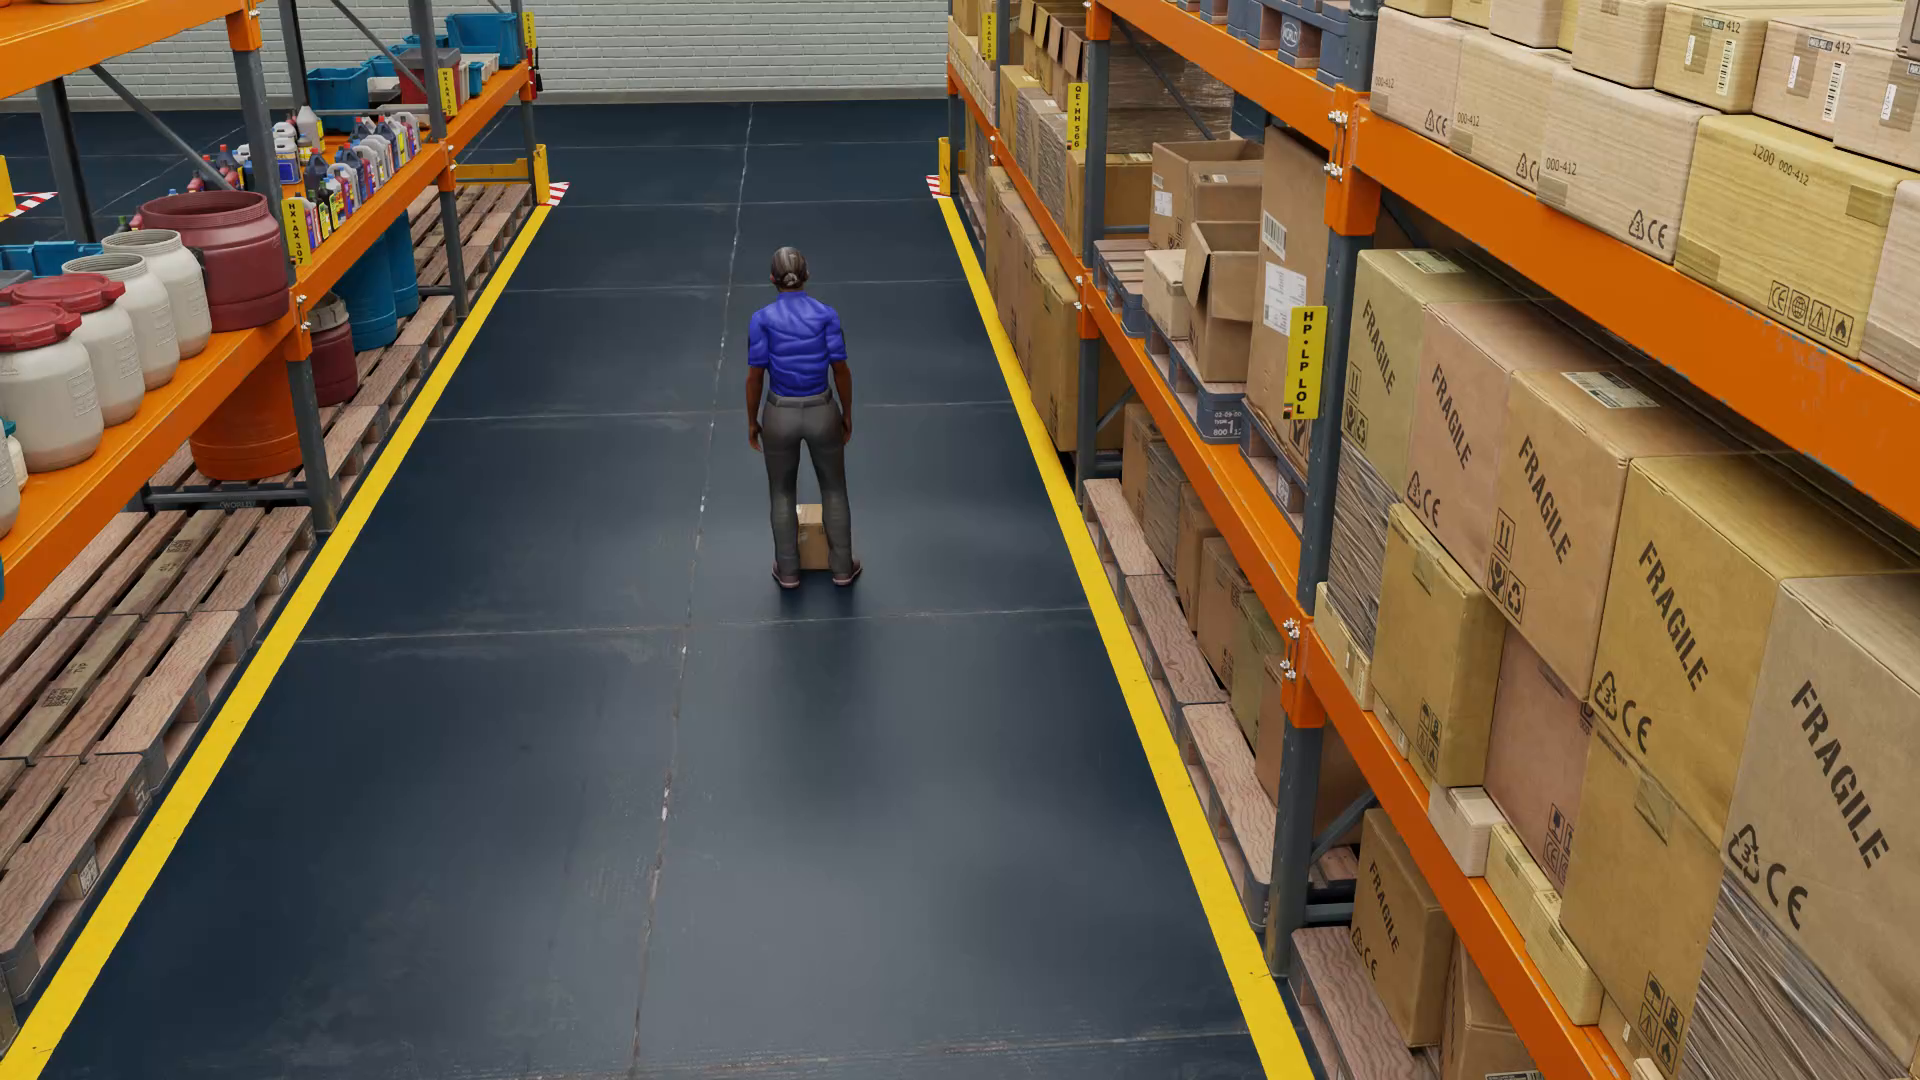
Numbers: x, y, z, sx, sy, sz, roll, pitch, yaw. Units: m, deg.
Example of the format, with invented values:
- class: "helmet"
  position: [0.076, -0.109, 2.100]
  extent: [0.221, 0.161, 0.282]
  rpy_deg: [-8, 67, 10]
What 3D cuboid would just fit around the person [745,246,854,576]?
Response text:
- class: "person"
  position: [-0.758, -0.595, 7.864]
  extent: [0.500, 1.584, 0.351]
  rpy_deg: [-4, 24, -8]
